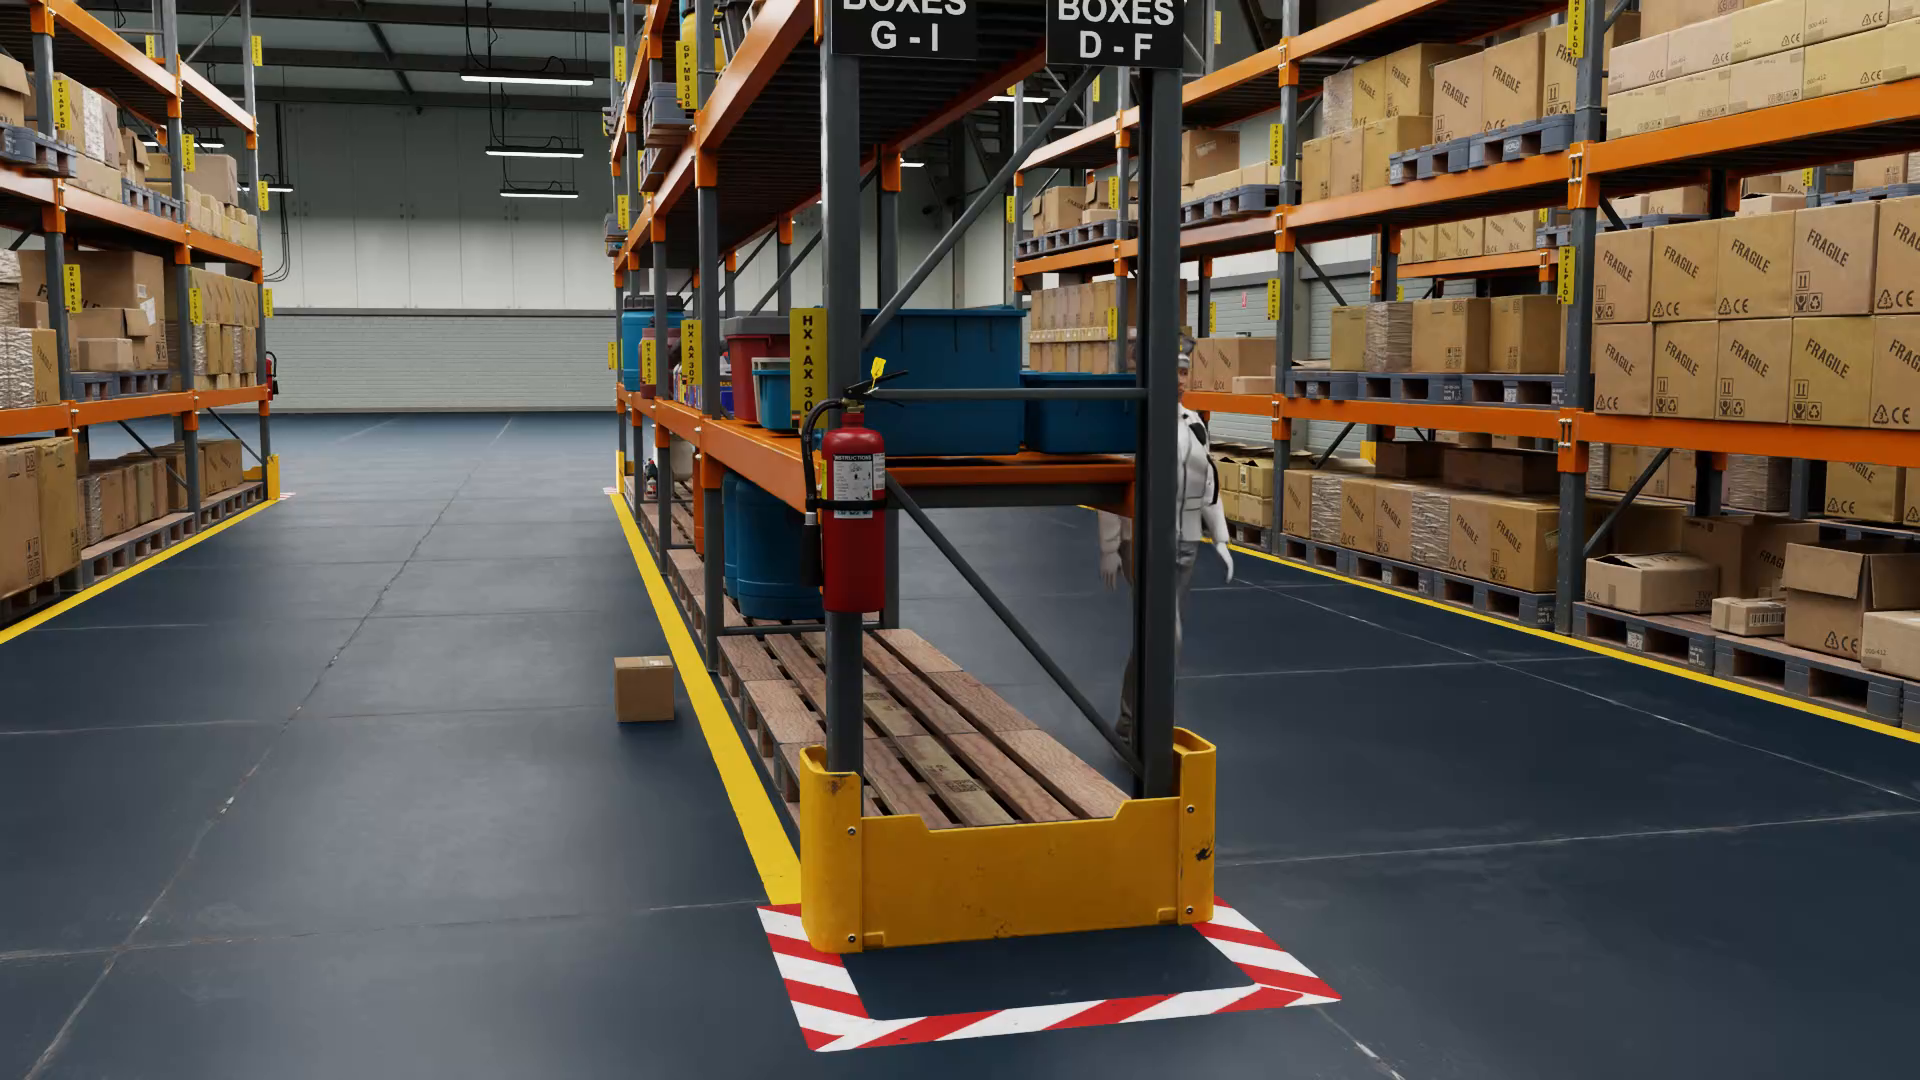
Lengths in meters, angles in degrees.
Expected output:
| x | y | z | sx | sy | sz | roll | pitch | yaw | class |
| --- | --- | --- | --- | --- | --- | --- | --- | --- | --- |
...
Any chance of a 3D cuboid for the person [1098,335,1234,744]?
| x | y | z | sx | sy | sz | roll | pitch | yaw | class |
| --- | --- | --- | --- | --- | --- | --- | --- | --- | --- |
| 0.809 | 0.068 | 6.564 | 0.496 | 1.745 | 0.590 | -4 | 8 | -35 | person |
